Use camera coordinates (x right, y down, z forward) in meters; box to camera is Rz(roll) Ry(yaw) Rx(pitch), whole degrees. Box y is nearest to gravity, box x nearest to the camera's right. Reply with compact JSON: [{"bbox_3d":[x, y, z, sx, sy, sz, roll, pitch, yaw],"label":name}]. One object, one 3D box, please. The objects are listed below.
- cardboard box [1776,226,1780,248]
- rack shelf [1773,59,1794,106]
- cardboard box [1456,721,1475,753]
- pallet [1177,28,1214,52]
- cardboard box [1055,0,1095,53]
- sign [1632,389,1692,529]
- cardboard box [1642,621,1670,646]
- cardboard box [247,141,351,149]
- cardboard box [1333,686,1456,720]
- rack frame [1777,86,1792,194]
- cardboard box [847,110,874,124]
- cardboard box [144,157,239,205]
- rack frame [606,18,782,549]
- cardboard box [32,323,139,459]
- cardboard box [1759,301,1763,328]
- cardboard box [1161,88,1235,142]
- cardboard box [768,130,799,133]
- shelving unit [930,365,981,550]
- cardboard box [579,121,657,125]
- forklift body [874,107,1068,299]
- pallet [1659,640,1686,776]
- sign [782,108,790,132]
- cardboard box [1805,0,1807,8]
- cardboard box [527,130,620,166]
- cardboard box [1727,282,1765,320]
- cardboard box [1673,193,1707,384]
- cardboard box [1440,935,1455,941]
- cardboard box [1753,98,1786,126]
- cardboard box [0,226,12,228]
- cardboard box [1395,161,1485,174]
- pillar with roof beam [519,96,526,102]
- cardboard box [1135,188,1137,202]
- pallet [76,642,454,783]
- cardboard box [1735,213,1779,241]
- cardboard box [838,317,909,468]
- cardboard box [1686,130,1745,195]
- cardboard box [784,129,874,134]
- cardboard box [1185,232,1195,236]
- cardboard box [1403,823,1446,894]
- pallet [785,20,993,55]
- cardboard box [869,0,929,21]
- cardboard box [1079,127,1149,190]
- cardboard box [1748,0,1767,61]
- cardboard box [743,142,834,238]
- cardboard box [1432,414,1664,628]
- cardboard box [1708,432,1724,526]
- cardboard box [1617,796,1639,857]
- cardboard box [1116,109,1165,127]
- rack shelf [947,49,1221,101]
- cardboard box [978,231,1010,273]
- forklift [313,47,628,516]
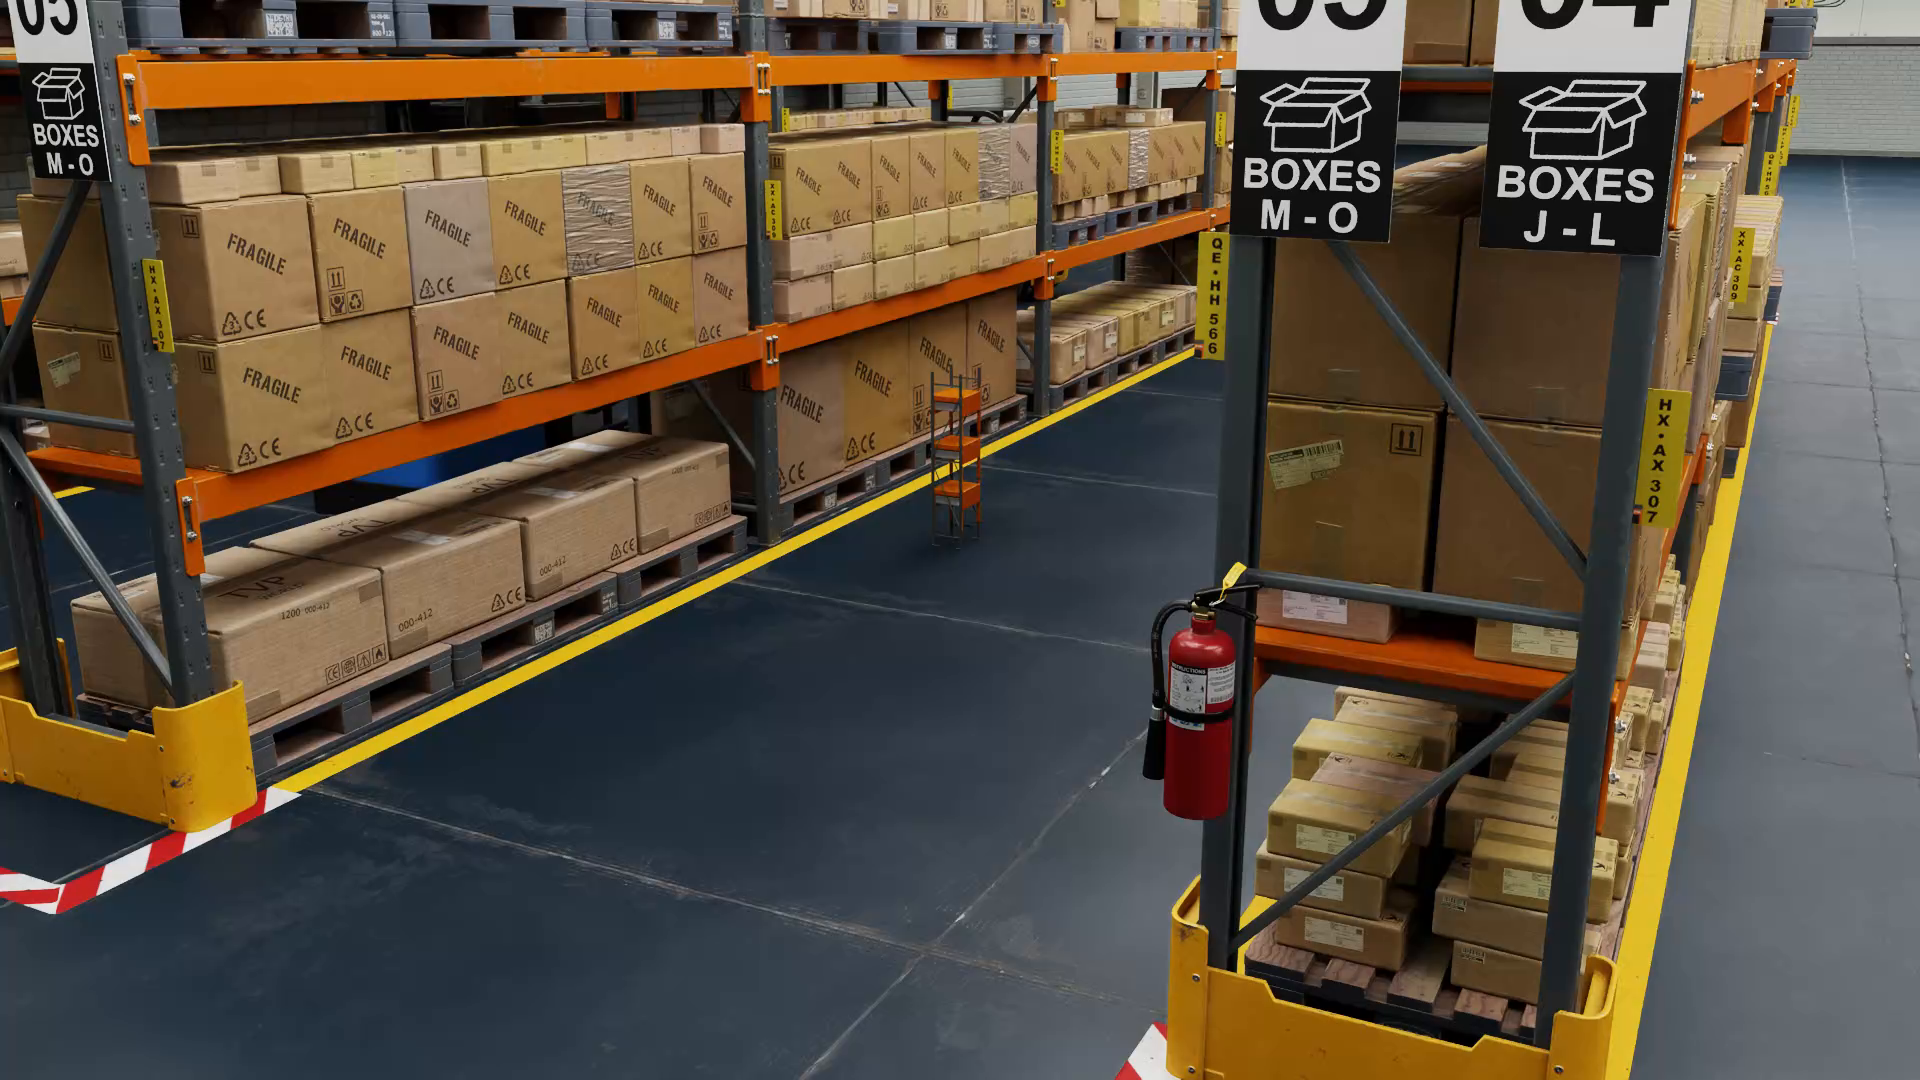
[{"bbox_3d":[4.787,-1.852,10.172,0.380,0.149,0.250,9,19,27],"label":"cardboard box"},{"bbox_3d":[5.612,-3.483,12.477,1.077,0.370,4.000,8,18,25],"label":"rack shelf"},{"bbox_3d":[1.706,0.680,6.212,0.380,0.149,0.250,9,19,28],"label":"cardboard box"},{"bbox_3d":[1.661,-4.707,15.666,1.213,0.211,1.003,8,18,25],"label":"pallet"},{"bbox_3d":[0.677,-4.210,13.487,0.700,0.500,0.500,8,18,25],"label":"cardboard box"},{"bbox_3d":[1.629,-0.188,3.870,0.100,0.325,0.005,8,18,25],"label":"sign"},{"bbox_3d":[2.597,0.414,6.587,0.380,0.149,0.250,7,18,23],"label":"cardboard box"},{"bbox_3d":[-2.887,-1.662,7.281,0.380,0.149,0.250,8,18,25],"label":"cardboard box"},{"bbox_3d":[1.562,0.598,5.966,0.380,0.149,0.250,9,19,27],"label":"cardboard box"},{"bbox_3d":[8.293,-3.918,17.947,1.000,3.000,0.127,8,18,25],"label":"rack frame"},{"bbox_3d":[-1.275,-5.144,20.239,0.380,0.149,0.250,8,18,26],"label":"cardboard box"},{"bbox_3d":[-2.924,-1.340,6.196,0.380,0.149,0.250,9,19,27],"label":"cardboard box"},{"bbox_3d":[-1.543,-1.465,9.690,1.000,3.000,0.127,8,18,25],"label":"rack frame"},{"bbox_3d":[-3.351,-0.651,6.772,0.500,0.500,0.500,8,18,26],"label":"cardboard box"},{"bbox_3d":[3.752,-1.119,8.226,0.380,0.149,0.250,8,18,26],"label":"cardboard box"},{"bbox_3d":[2.423,-4.257,16.636,0.700,0.500,0.500,8,18,25],"label":"cardboard box"},{"bbox_3d":[-2.033,-4.540,18.727,0.380,0.149,0.250,8,18,24],"label":"cardboard box"},{"bbox_3d":[-0.024,-0.490,9.829,0.215,1.050,0.252,8,18,25],"label":"shelving unit"},{"bbox_3d":[-1.916,-2.256,9.281,0.380,0.149,0.250,8,18,25],"label":"cardboard box"},{"bbox_3d":[0.162,-4.030,19.817,2.313,2.155,1.214,8,18,25],"label":"forklift body"},{"bbox_3d":[2.662,0.651,7.462,1.003,0.211,1.213,8,18,25],"label":"pallet"},{"bbox_3d":[-1.921,-4.584,18.296,0.100,0.325,0.005,8,18,25],"label":"sign"},{"bbox_3d":[8.324,-5.516,16.885,0.500,0.250,0.500,8,18,26],"label":"cardboard box"},{"bbox_3d":[-1.907,-1.934,8.196,0.380,0.149,0.250,8,18,25],"label":"cardboard box"},{"bbox_3d":[3.518,-1.127,7.730,0.380,0.149,0.250,8,19,26],"label":"cardboard box"},{"bbox_3d":[1.801,-0.722,4.733,0.500,0.500,0.500,9,19,27],"label":"cardboard box"},{"bbox_3d":[1.708,1.153,5.143,0.380,0.149,0.250,8,18,25],"label":"cardboard box"},{"bbox_3d":[7.207,-3.853,15.569,0.875,0.550,0.550,8,18,25],"label":"cardboard box"},{"bbox_3d":[-6.666,-1.946,11.049,0.500,0.250,0.500,8,18,25],"label":"cardboard box"},{"bbox_3d":[1.810,-1.058,5.865,0.500,0.500,0.500,7,18,23],"label":"cardboard box"},{"bbox_3d":[-0.570,-5.890,14.049,9.100,9.000,0.400,8,18,25],"label":"pillar with roof beam"},{"bbox_3d":[1.371,-3.106,14.916,0.380,0.149,0.250,7,18,23],"label":"cardboard box"},{"bbox_3d":[-3.043,0.677,7.375,1.003,0.211,1.213,8,18,25],"label":"pallet"},{"bbox_3d":[4.329,-1.734,9.253,0.380,0.149,0.250,9,19,28],"label":"cardboard box"},{"bbox_3d":[-0.941,-1.047,11.276,0.875,0.875,0.875,9,19,27],"label":"cardboard box"},{"bbox_3d":[4.928,-2.520,11.310,0.700,0.500,0.500,8,18,25],"label":"cardboard box"},{"bbox_3d":[-0.881,-2.531,11.347,0.500,0.500,0.500,8,19,26],"label":"cardboard box"},{"bbox_3d":[2.282,-3.060,17.834,0.500,0.500,0.500,8,19,26],"label":"cardboard box"},{"bbox_3d":[1.411,1.028,5.566,0.380,0.149,0.250,8,18,25],"label":"cardboard box"},{"bbox_3d":[-0.493,-3.376,11.184,1.003,0.211,1.213,9,19,28],"label":"pallet"},{"bbox_3d":[-0.413,-3.461,10.639,0.396,0.266,0.258,10,19,30],"label":"cardboard box"},{"bbox_3d":[1.341,-3.357,14.624,0.500,0.500,0.500,7,18,23],"label":"cardboard box"},{"bbox_3d":[2.953,-2.068,6.714,0.500,0.250,0.500,9,19,27],"label":"cardboard box"},{"bbox_3d":[-1.089,-2.068,9.787,0.500,0.500,0.500,8,18,26],"label":"cardboard box"},{"bbox_3d":[1.591,-0.112,4.436,0.500,0.500,0.500,9,19,28],"label":"cardboard box"},{"bbox_3d":[4.201,-0.414,9.802,0.500,0.500,0.500,7,18,23],"label":"cardboard box"},{"bbox_3d":[2.022,0.892,5.501,0.380,0.149,0.250,9,19,27],"label":"cardboard box"},{"bbox_3d":[1.630,-3.809,15.007,0.380,0.149,0.250,7,18,23],"label":"cardboard box"},{"bbox_3d":[1.138,-4.087,14.510,1.077,0.370,4.000,8,18,25],"label":"rack shelf"},{"bbox_3d":[0.037,-2.118,12.151,0.500,0.250,0.500,8,19,26],"label":"cardboard box"},{"bbox_3d":[-2.982,-1.847,11.096,1.130,2.935,3.031,7,18,22],"label":"forklift"}]
